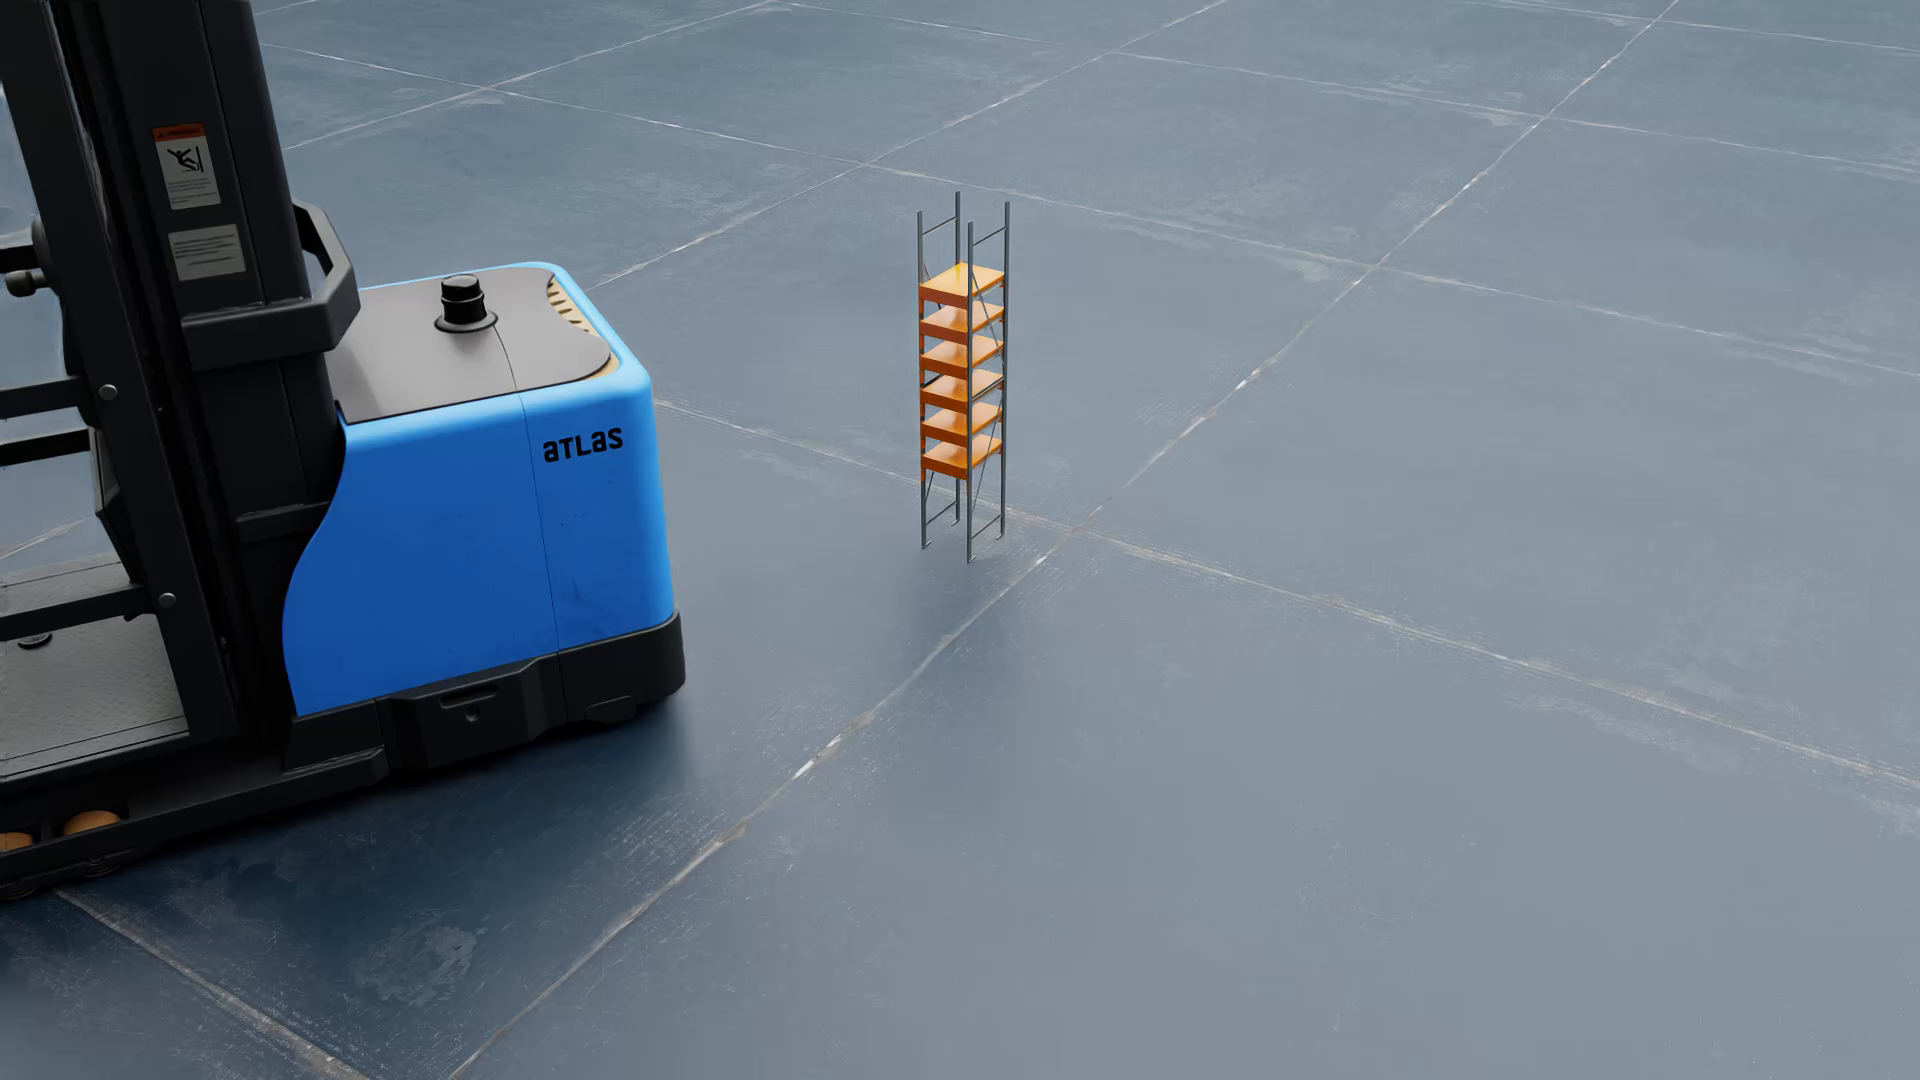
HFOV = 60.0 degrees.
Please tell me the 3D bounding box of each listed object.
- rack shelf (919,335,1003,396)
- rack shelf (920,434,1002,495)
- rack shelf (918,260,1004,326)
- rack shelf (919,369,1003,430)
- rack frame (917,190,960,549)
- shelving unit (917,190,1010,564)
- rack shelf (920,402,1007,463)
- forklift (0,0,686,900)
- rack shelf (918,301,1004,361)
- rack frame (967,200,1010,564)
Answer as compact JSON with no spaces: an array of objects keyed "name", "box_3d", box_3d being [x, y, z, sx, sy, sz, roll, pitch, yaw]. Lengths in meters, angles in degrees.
[{"name":"rack shelf","box_3d":[0.012,-0.580,5.403,0.180,0.103,0.258,18,35,27]},{"name":"rack shelf","box_3d":[0.012,-0.269,5.584,0.180,0.103,0.258,18,35,27]},{"name":"rack shelf","box_3d":[0.012,-0.787,5.282,0.180,0.103,0.258,18,35,27]},{"name":"rack shelf","box_3d":[0.012,-0.476,5.463,0.180,0.103,0.258,18,35,27]},{"name":"rack frame","box_3d":[-0.065,-0.539,5.483,0.006,1.200,0.240,18,35,27]},{"name":"shelving unit","box_3d":[0.012,-0.514,5.441,0.189,1.200,0.258,18,35,27]},{"name":"rack shelf","box_3d":[0.012,-0.372,5.524,0.180,0.103,0.258,18,35,27]},{"name":"forklift","box_3d":[-2.362,-0.663,3.978,3.031,2.935,1.130,-14,33,-23]},{"name":"rack shelf","box_3d":[0.012,-0.683,5.342,0.180,0.103,0.258,18,35,27]},{"name":"rack frame","box_3d":[0.090,-0.490,5.399,0.006,1.200,0.240,18,35,27]}]
